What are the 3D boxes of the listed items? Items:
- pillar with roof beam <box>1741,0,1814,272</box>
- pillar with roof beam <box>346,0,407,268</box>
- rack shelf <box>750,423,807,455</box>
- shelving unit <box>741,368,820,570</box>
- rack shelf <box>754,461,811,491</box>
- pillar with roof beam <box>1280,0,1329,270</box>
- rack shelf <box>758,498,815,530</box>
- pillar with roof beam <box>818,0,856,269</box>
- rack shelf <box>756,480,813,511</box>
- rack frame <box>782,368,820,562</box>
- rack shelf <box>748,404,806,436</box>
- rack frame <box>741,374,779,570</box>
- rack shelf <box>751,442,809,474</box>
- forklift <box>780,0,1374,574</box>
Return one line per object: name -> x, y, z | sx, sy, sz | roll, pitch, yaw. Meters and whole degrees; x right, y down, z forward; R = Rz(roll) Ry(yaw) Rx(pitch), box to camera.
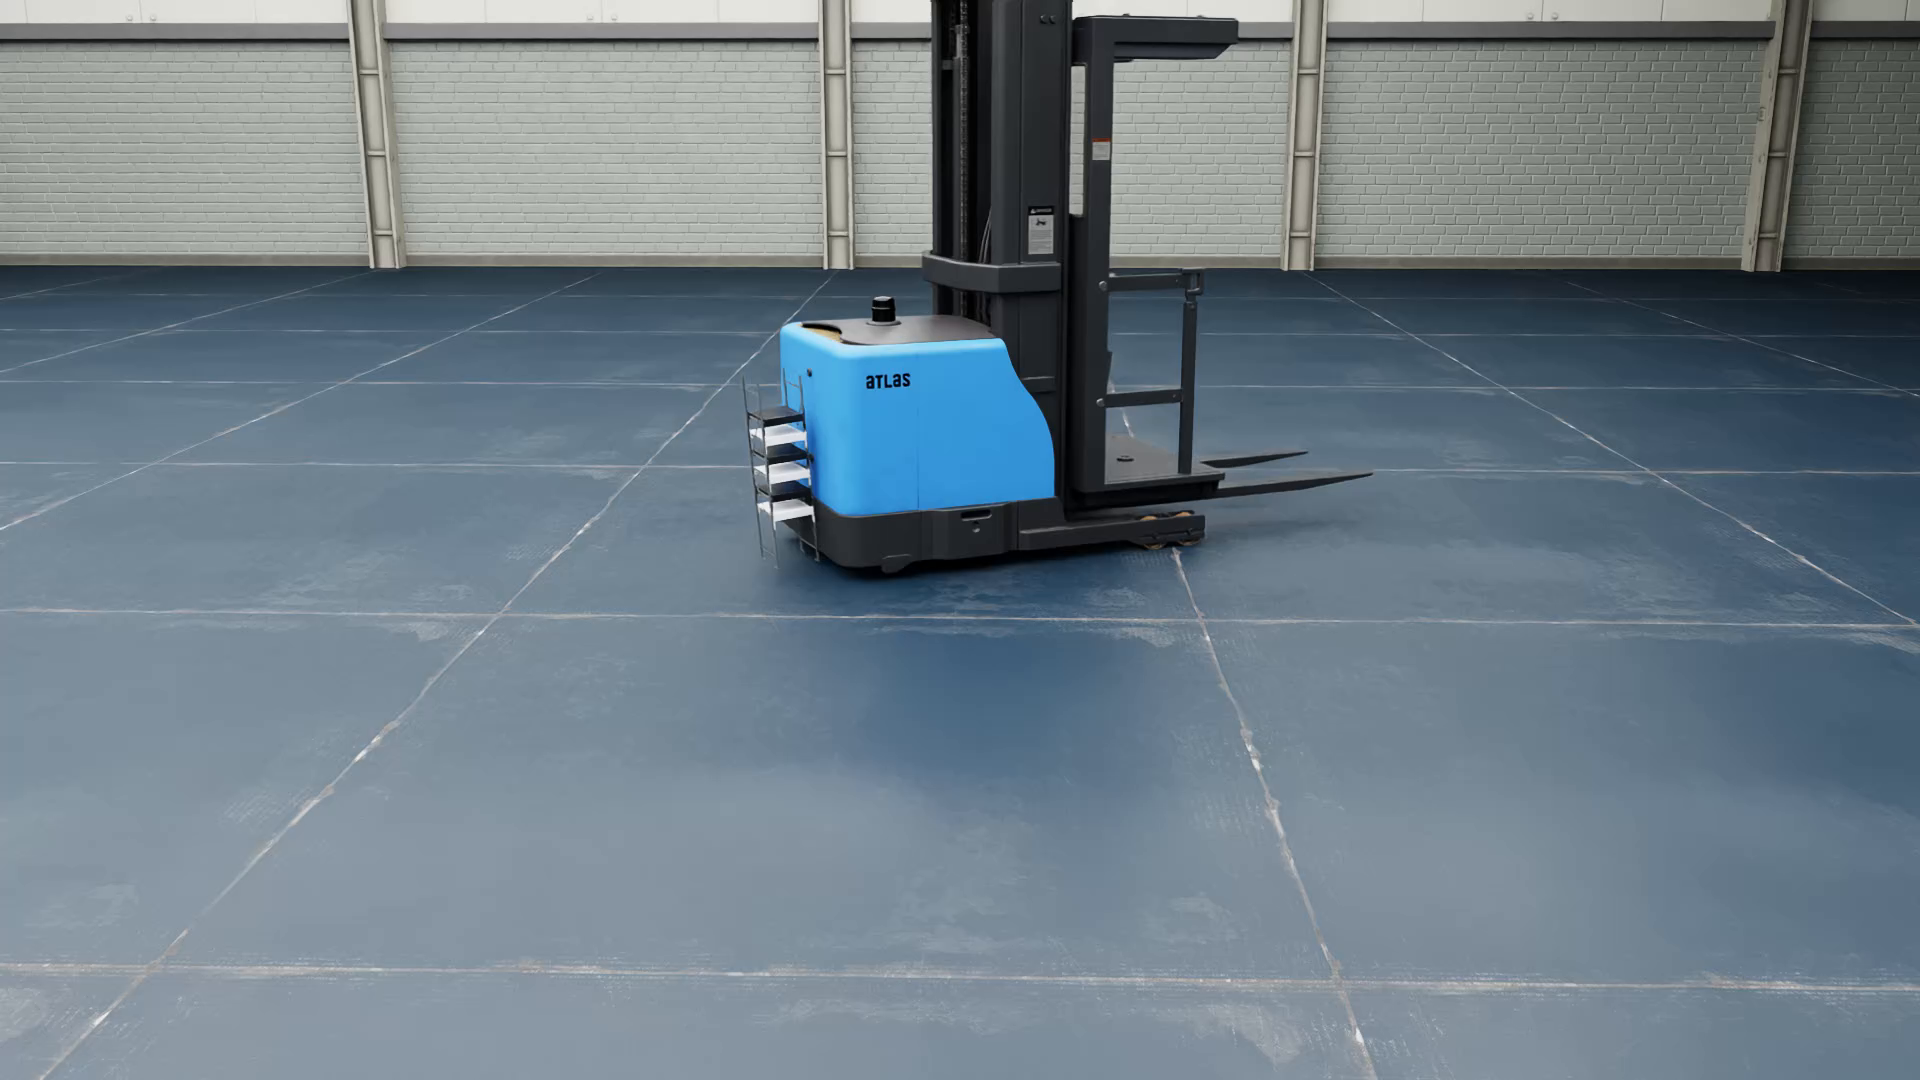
pillar with roof beam -> 10.300, -6.761, 16.327 | 0.400, 9.000, 9.100 | 0, 15, 1
pillar with roof beam -> -7.695, -6.879, 16.772 | 0.400, 9.000, 9.100 | 0, 15, 1
rack shelf -> -0.854, -0.475, 7.775 | 0.200, 0.077, 0.258 | -12, 18, -24
shelving unit -> -0.844, -0.335, 7.817 | 0.210, 0.900, 0.258 | -12, 18, -24
rack shelf -> -0.841, -0.303, 7.826 | 0.200, 0.077, 0.258 | -12, 18, -24
pillar with roof beam -> 4.302, -6.800, 16.475 | 0.400, 9.000, 9.100 | 0, 15, 1
rack shelf -> -0.829, -0.131, 7.878 | 0.200, 0.077, 0.258 | -12, 18, -24
pillar with roof beam -> -1.697, -6.839, 16.623 | 0.400, 9.000, 9.100 | 0, 15, 1
rack shelf -> -0.835, -0.217, 7.852 | 0.200, 0.077, 0.258 | -12, 18, -24
rack frame -> -0.752, -0.354, 7.857 | 0.006, 0.900, 0.240 | -12, 18, -24
rack shelf -> -0.860, -0.561, 7.749 | 0.200, 0.077, 0.258 | -12, 18, -24
rack frame -> -0.935, -0.316, 7.776 | 0.006, 0.900, 0.240 | -12, 18, -24
rack shelf -> -0.848, -0.389, 7.801 | 0.200, 0.077, 0.258 | -12, 18, -24
forklift -> 0.669, -1.485, 8.224 | 3.031, 2.935, 1.130 | -6, 16, -22
